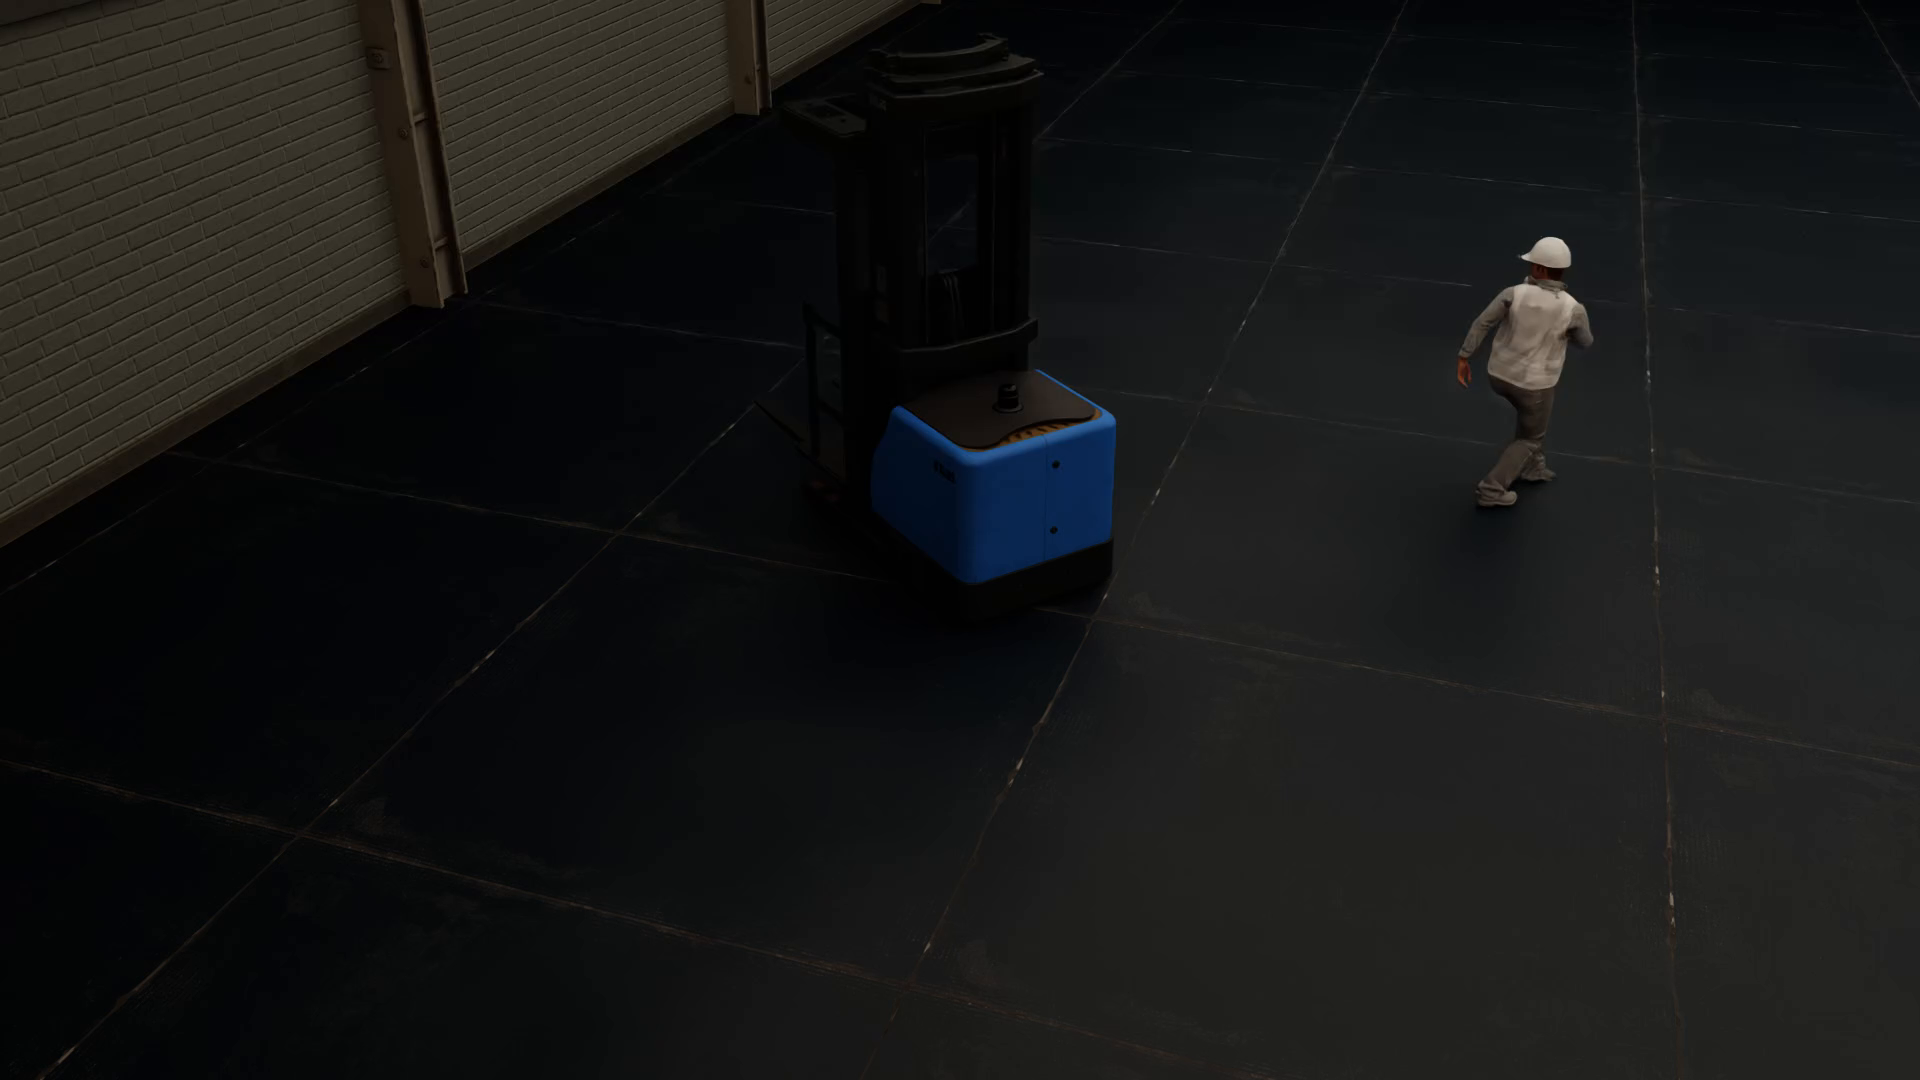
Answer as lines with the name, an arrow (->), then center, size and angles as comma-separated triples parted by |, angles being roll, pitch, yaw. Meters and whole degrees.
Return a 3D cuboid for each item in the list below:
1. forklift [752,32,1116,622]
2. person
forklift -> -0.332, -1.512, 9.788 | 1.130, 2.935, 3.031 | -17, 34, -28
person -> 3.503, -1.028, 10.213 | 0.924, 1.727, 0.563 | -22, 36, -33
